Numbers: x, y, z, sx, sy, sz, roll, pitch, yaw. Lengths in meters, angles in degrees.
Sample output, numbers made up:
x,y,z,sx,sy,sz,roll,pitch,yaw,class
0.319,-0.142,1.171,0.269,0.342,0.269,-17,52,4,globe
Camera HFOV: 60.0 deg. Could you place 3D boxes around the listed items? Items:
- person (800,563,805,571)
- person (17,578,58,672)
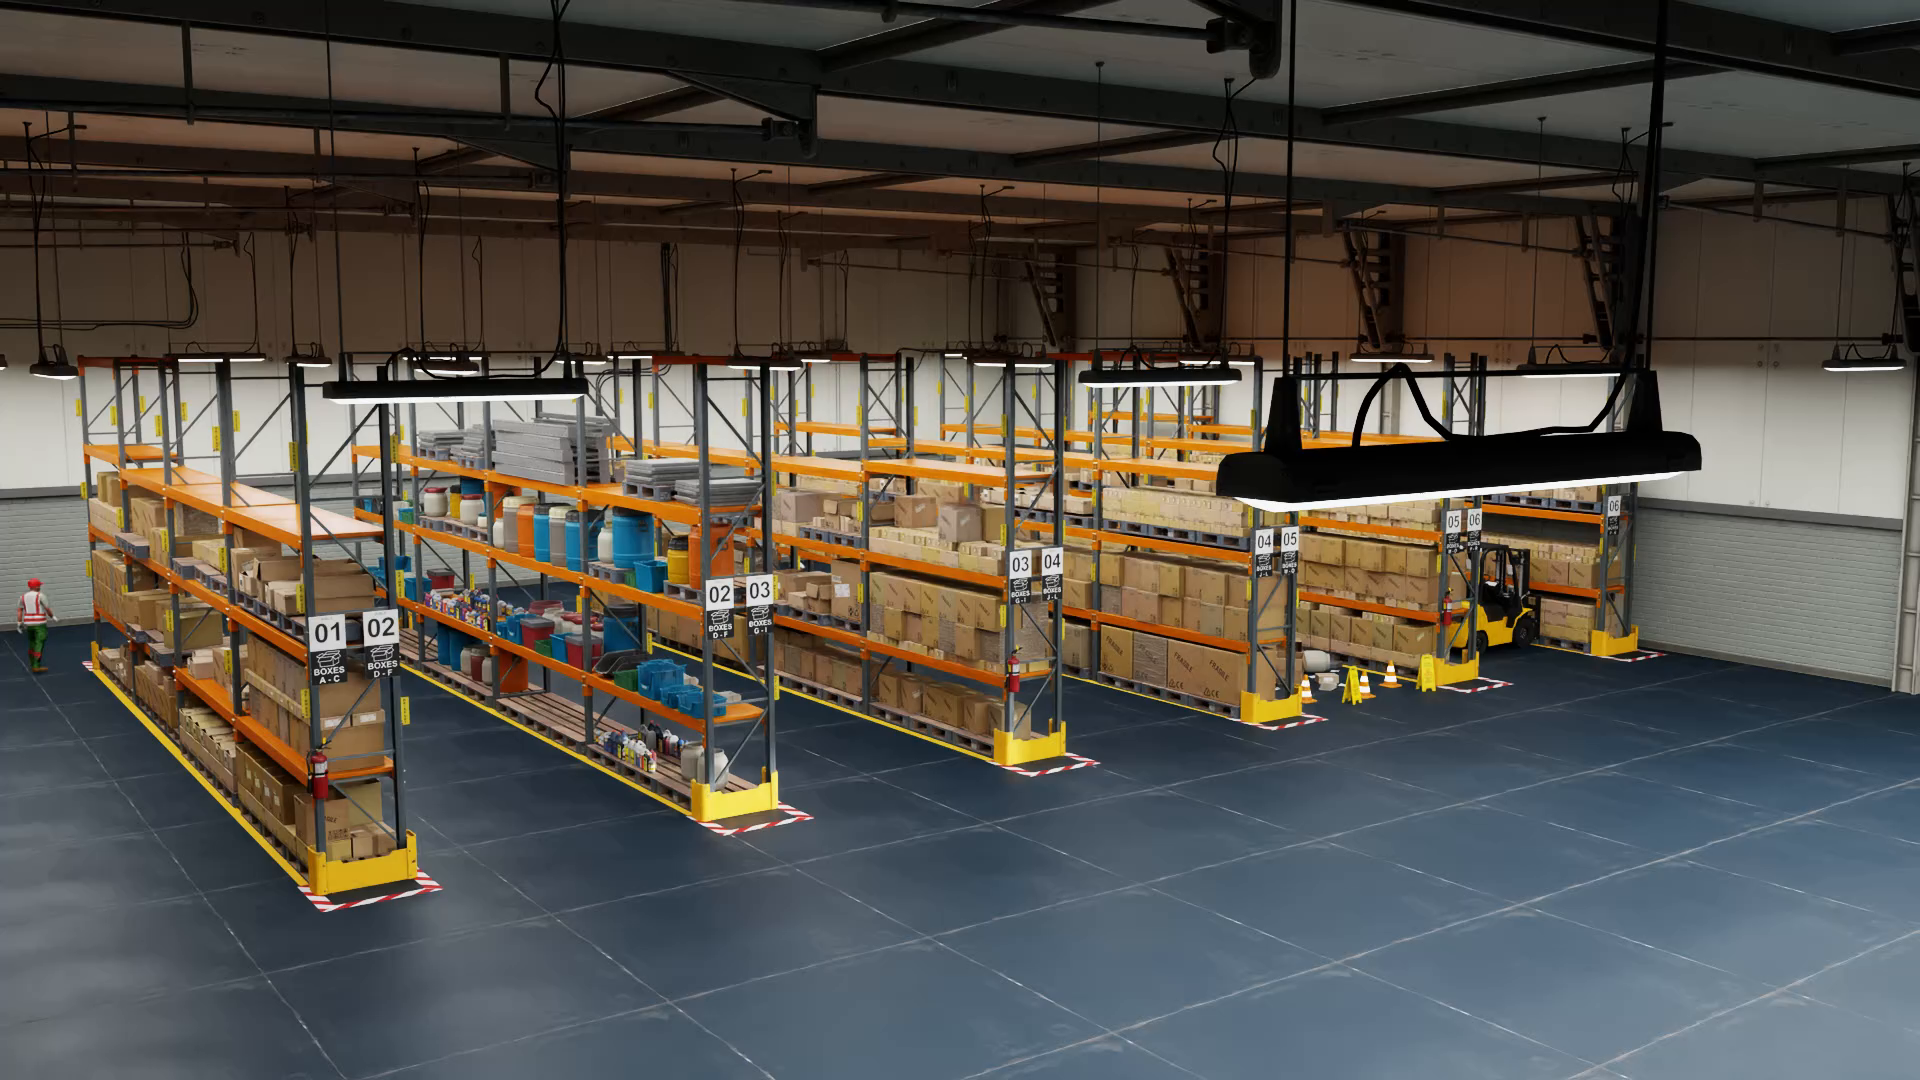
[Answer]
x,y,z,sx,sy,sz,roll,pitch,yaw,class
-3.211,1.330,33.942,0.592,1.715,1.054,-6,9,-39,person
-17.655,1.607,31.753,0.601,1.762,0.705,0,7,4,person
